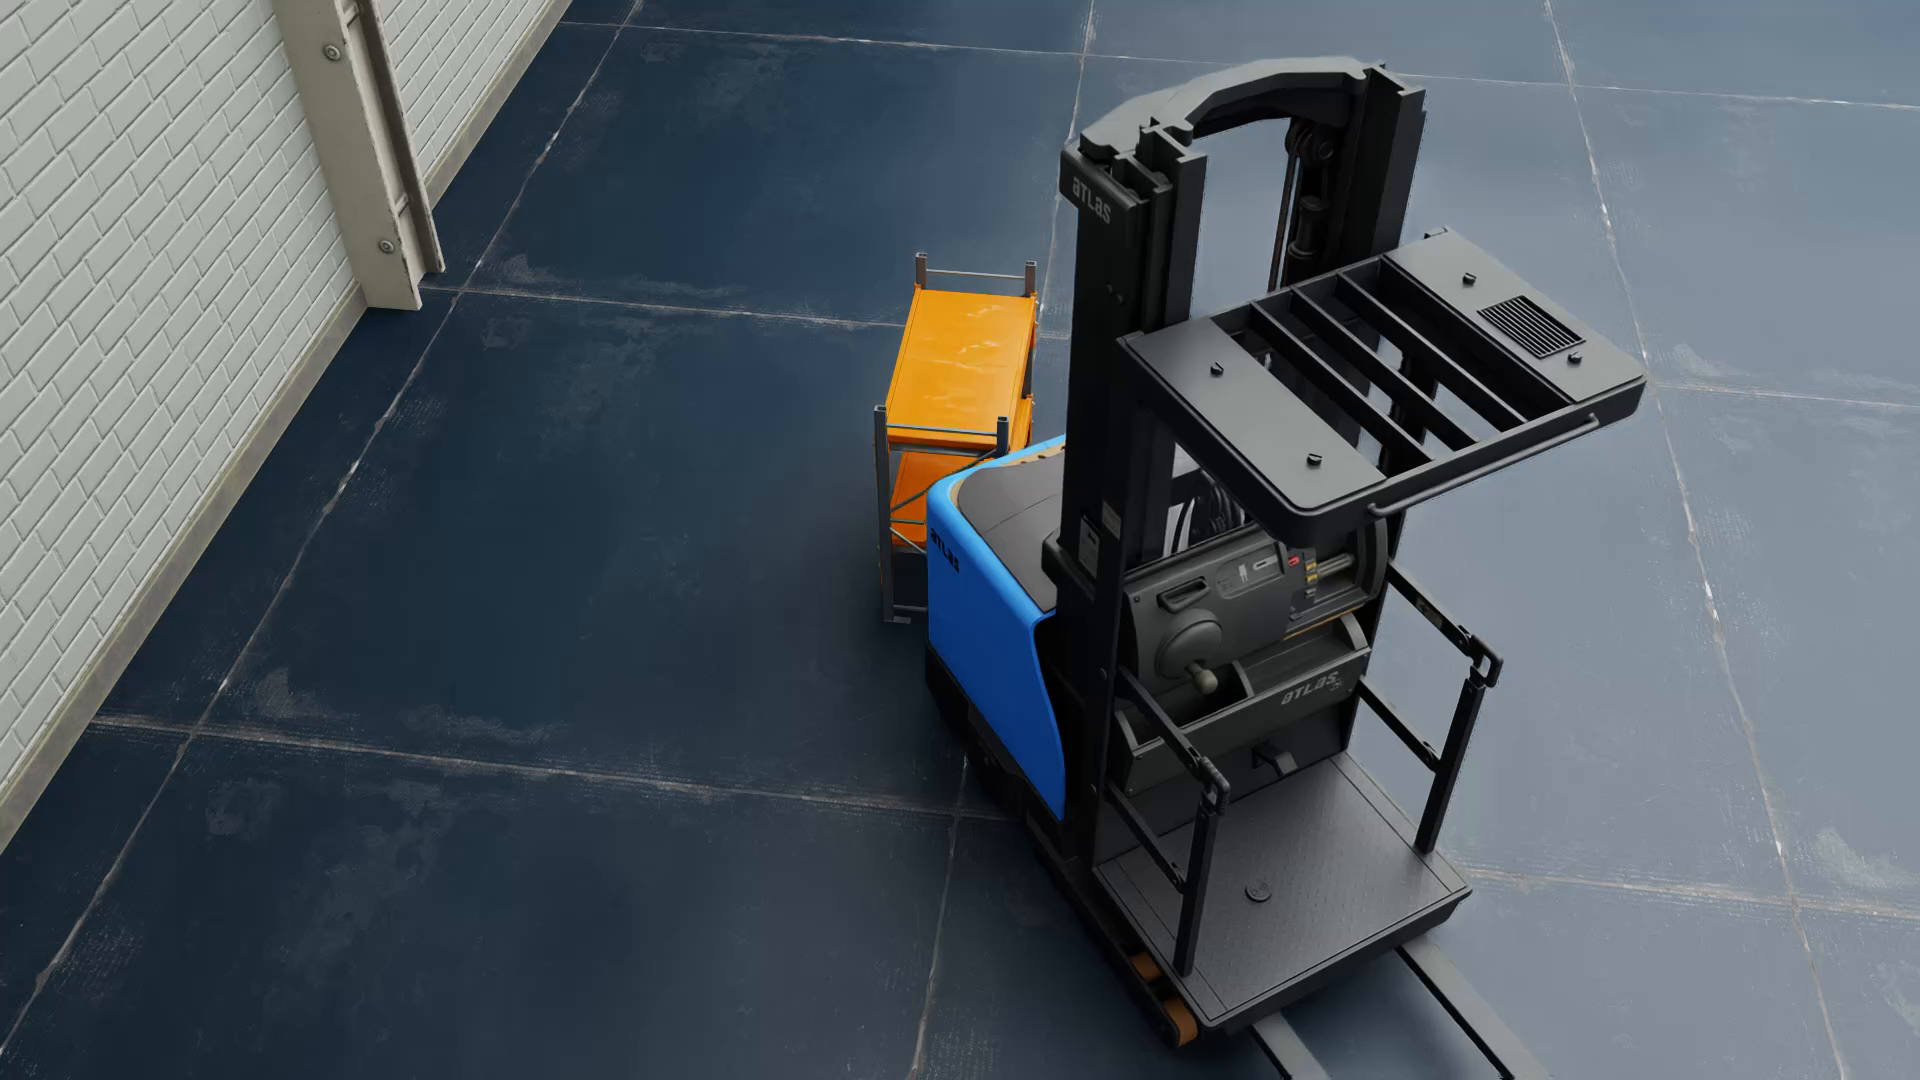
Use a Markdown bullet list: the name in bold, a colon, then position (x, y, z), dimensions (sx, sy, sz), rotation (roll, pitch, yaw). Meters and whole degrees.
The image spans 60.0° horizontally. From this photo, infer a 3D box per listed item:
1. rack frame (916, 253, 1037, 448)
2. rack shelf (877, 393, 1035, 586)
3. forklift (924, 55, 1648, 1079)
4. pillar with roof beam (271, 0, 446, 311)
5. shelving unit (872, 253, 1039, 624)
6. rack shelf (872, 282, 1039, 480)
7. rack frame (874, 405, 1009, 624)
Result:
- **rack frame**: position (0.066, -0.750, 7.246), dimensions (0.500, 1.125, 0.032), rotation (5, 44, 6)
- **rack shelf**: position (-0.001, -0.226, 7.049), dimensions (0.538, 0.278, 1.000), rotation (5, 44, 6)
- **forklift**: position (1.013, 0.244, 4.883), dimensions (1.130, 2.935, 3.031), rotation (-21, 47, -20)
- **pillar with roof beam**: position (1.369, -4.200, 5.163), dimensions (9.100, 9.000, 0.400), rotation (5, 44, 6)
- **shelving unit**: position (-0.001, -0.404, 6.881), dimensions (0.538, 1.125, 1.048), rotation (5, 44, 6)
- **rack shelf**: position (-0.001, -0.616, 6.679), dimensions (0.538, 0.278, 1.000), rotation (5, 44, 6)
- **rack frame**: position (-0.068, -0.057, 6.515), dimensions (0.500, 1.125, 0.032), rotation (5, 44, 6)
